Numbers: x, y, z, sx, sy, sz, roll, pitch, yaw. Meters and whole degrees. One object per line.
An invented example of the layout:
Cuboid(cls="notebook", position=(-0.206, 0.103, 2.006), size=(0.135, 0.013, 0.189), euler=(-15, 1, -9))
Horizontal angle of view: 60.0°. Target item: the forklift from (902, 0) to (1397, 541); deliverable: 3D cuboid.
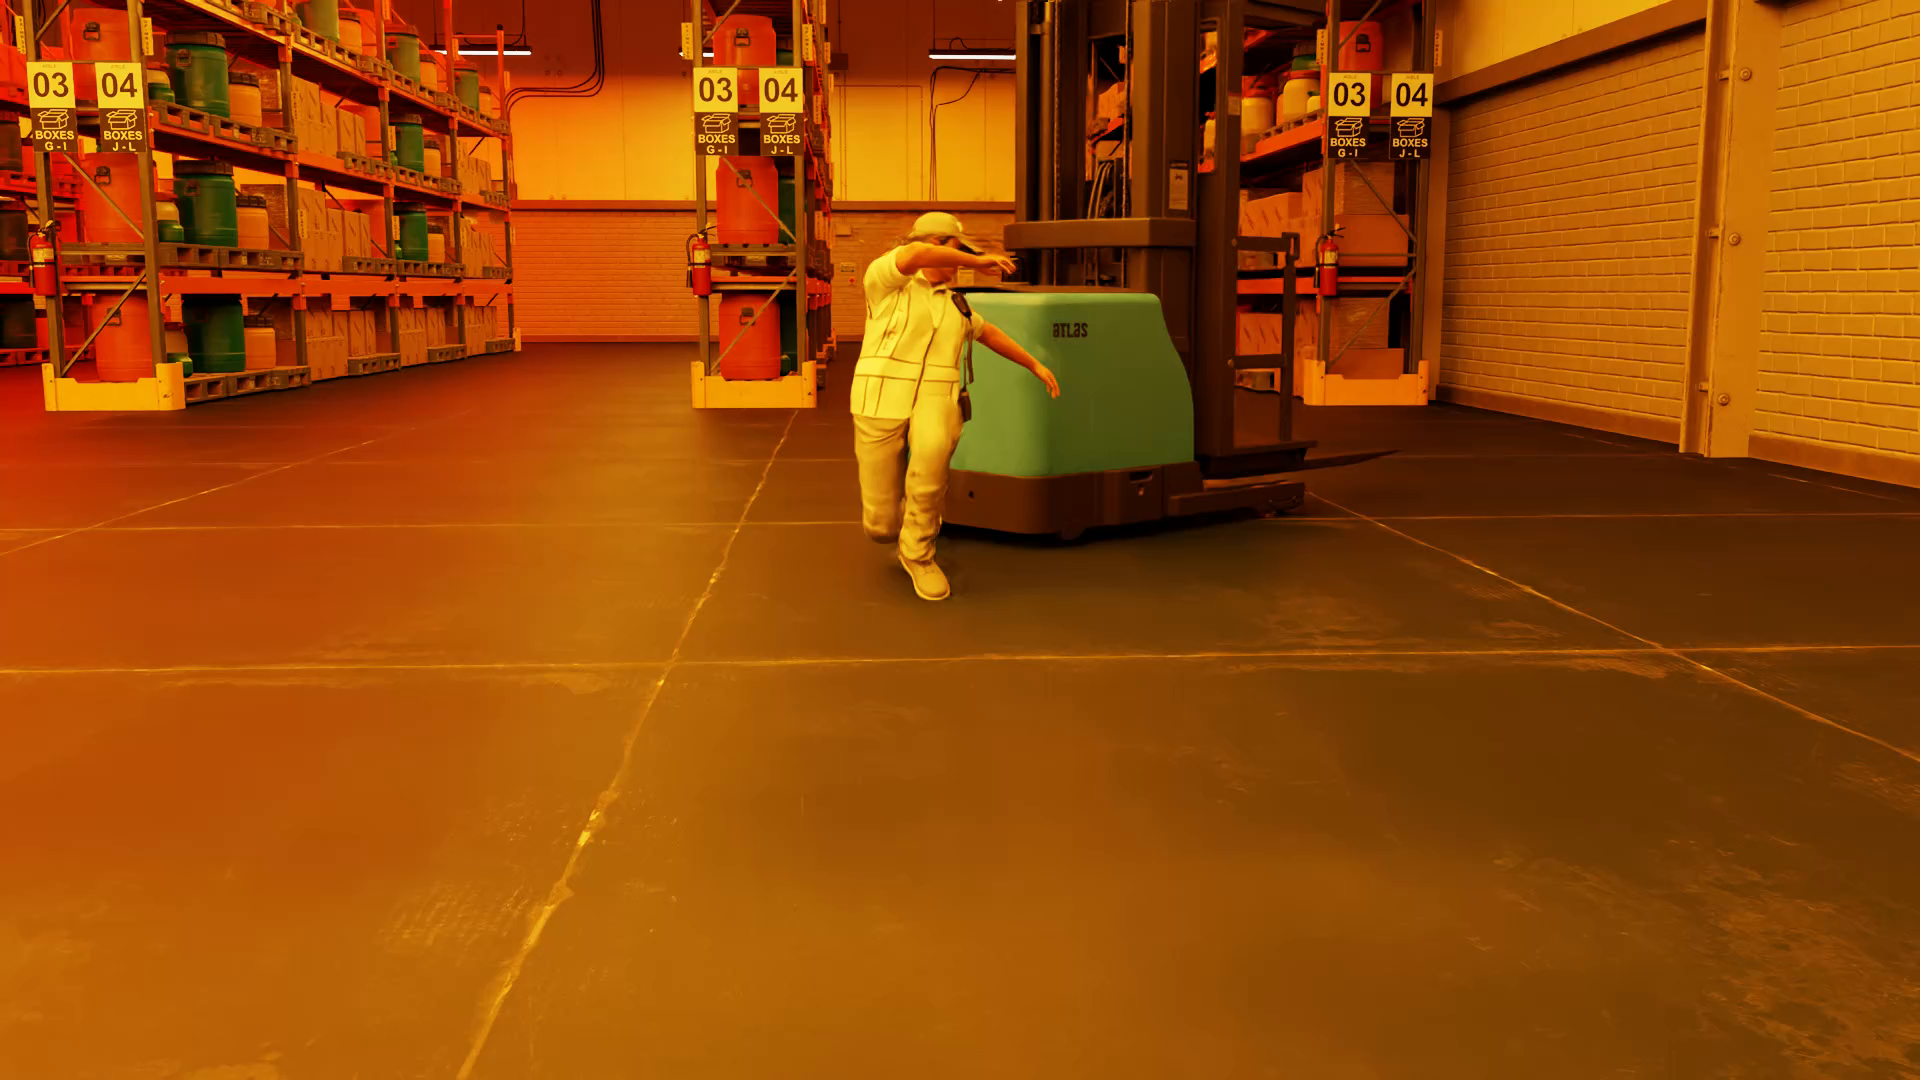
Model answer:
Cuboid(cls="forklift", position=(1.057, -1.604, 8.133), size=(3.031, 2.935, 1.130), euler=(-8, 11, -42))

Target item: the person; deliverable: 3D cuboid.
Cuboid(cls="person", position=(0.018, -0.532, 6.234), size=(0.853, 1.382, 0.944), euler=(-1, 9, -8))
